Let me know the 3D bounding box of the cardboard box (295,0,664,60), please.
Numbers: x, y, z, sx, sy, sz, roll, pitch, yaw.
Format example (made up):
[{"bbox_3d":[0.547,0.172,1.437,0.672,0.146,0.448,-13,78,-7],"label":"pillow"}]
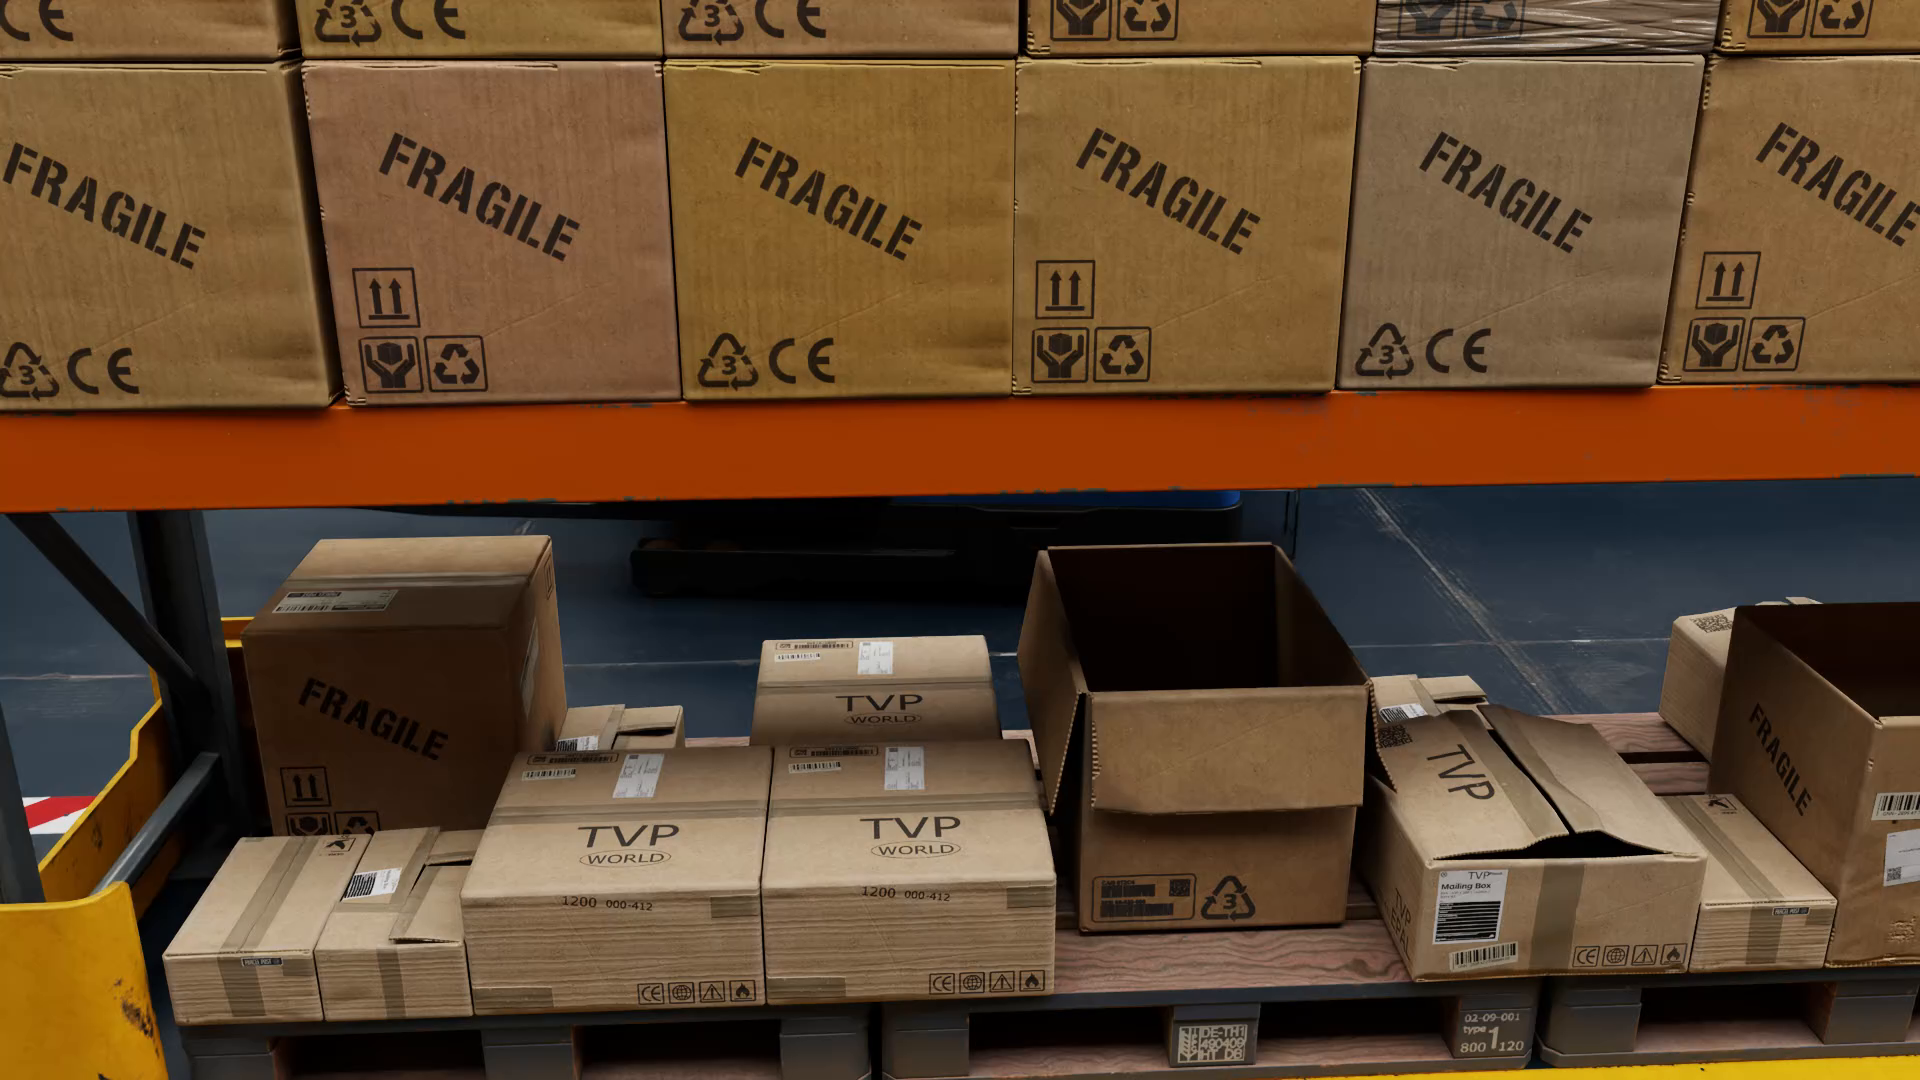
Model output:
[{"bbox_3d":[-0.678,-0.993,2.467,0.500,0.500,0.500,-1,21,-2],"label":"cardboard box"}]

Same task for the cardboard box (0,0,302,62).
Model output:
[{"bbox_3d":[-1.199,-0.979,2.432,0.500,0.500,0.500,-1,21,-1],"label":"cardboard box"}]

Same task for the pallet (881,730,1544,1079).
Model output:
[{"bbox_3d":[0.430,0.711,3.456,1.213,0.211,1.003,-1,21,-3],"label":"pallet"}]

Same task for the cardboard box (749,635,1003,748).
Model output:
[{"bbox_3d":[-0.178,0.422,3.542,0.500,0.250,0.500,-1,21,-3],"label":"cardboard box"}]

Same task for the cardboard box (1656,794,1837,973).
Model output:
[{"bbox_3d":[1.413,0.637,3.121,0.250,0.149,0.380,-1,21,-3],"label":"cardboard box"}]

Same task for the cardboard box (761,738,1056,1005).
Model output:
[{"bbox_3d":[-0.100,0.599,3.079,0.500,0.250,0.500,-1,21,-3],"label":"cardboard box"}]

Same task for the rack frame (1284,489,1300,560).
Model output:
[{"bbox_3d":[1.100,-0.398,5.401,0.006,0.900,0.240,1,21,3],"label":"rack frame"}]

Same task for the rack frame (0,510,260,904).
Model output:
[{"bbox_3d":[-1.657,-0.550,2.850,0.127,3.000,1.000,-1,21,-3],"label":"rack frame"}]

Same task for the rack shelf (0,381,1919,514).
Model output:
[{"bbox_3d":[0.340,-0.254,3.085,4.000,0.370,1.077,-1,21,-3],"label":"rack shelf"}]

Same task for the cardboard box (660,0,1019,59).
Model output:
[{"bbox_3d":[-0.178,-1.001,2.489,0.500,0.500,0.500,-1,21,-2],"label":"cardboard box"}]

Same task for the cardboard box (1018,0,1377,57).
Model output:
[{"bbox_3d":[0.329,-1.012,2.517,0.500,0.500,0.500,-1,21,-4],"label":"cardboard box"}]

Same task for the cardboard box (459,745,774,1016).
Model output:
[{"bbox_3d":[-0.599,0.609,3.052,0.500,0.250,0.500,-1,21,-3],"label":"cardboard box"}]

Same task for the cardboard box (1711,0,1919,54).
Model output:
[{"bbox_3d":[1.335,-1.032,2.569,0.500,0.500,0.500,-2,21,-4],"label":"cardboard box"}]

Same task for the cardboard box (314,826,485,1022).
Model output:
[{"bbox_3d":[-0.970,0.677,2.991,0.250,0.166,0.380,-1,21,-3],"label":"cardboard box"}]

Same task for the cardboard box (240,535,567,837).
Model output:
[{"bbox_3d":[-1.128,0.314,3.475,0.500,0.500,0.500,-1,21,-3],"label":"cardboard box"}]

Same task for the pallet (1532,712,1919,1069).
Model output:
[{"bbox_3d":[1.651,0.686,3.524,1.213,0.211,1.003,-1,21,-3],"label":"pallet"}]

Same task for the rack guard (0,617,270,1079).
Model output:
[{"bbox_3d":[-1.581,0.617,3.299,0.348,0.500,1.175,-1,21,-3],"label":"rack guard"}]

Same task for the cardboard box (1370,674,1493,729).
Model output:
[{"bbox_3d":[1.042,0.440,3.613,0.250,0.166,0.380,-1,21,-3],"label":"cardboard box"}]

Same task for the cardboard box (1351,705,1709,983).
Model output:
[{"bbox_3d":[1.035,0.547,3.128,0.500,0.311,0.500,-1,21,-3],"label":"cardboard box"}]

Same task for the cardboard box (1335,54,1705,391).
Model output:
[{"bbox_3d":[0.825,-0.555,2.721,0.500,0.500,0.500,-1,21,-2],"label":"cardboard box"}]

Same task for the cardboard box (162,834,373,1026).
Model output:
[{"bbox_3d":[-1.219,0.690,2.981,0.250,0.149,0.380,-1,21,-3],"label":"cardboard box"}]

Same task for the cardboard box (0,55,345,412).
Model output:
[{"bbox_3d":[-1.199,-0.512,2.610,0.500,0.500,0.500,-1,21,-2],"label":"cardboard box"}]

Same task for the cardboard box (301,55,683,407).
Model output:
[{"bbox_3d":[-0.684,-0.524,2.642,0.500,0.500,0.500,-1,21,-4],"label":"cardboard box"}]

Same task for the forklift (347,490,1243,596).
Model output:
[{"bbox_3d":[-0.624,-1.383,5.133,3.031,2.935,1.130,1,21,3],"label":"forklift"}]

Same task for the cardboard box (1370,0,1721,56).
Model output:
[{"bbox_3d":[0.832,-1.022,2.543,0.500,0.500,0.500,-1,21,-3],"label":"cardboard box"}]

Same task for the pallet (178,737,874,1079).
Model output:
[{"bbox_3d":[-0.785,0.735,3.394,1.213,0.211,1.003,-1,21,-3],"label":"pallet"}]

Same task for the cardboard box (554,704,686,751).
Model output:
[{"bbox_3d":[-0.719,0.494,3.472,0.250,0.166,0.380,-1,21,-3],"label":"cardboard box"}]

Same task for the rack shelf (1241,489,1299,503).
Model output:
[{"bbox_3d":[0.999,-0.200,5.482,0.200,0.077,0.258,1,21,3],"label":"rack shelf"}]

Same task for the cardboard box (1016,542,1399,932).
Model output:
[{"bbox_3d":[0.461,0.370,3.324,0.637,0.503,0.797,-1,21,-3],"label":"cardboard box"}]

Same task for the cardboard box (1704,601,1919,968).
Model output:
[{"bbox_3d":[1.784,0.444,3.135,0.500,0.500,0.500,-1,21,-3],"label":"cardboard box"}]

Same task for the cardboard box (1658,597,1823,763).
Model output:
[{"bbox_3d":[1.905,0.351,3.643,0.500,0.311,0.500,-1,21,-3],"label":"cardboard box"}]

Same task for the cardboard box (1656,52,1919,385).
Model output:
[{"bbox_3d":[1.337,-0.566,2.751,0.500,0.500,0.500,-1,21,-2],"label":"cardboard box"}]

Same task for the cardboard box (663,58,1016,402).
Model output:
[{"bbox_3d":[-0.183,-0.534,2.666,0.500,0.500,0.500,-1,21,-3],"label":"cardboard box"}]

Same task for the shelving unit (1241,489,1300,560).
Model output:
[{"bbox_3d":[0.999,-0.400,5.406,0.210,0.900,0.258,1,21,3],"label":"shelving unit"}]

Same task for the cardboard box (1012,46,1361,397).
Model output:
[{"bbox_3d":[0.316,-0.543,2.692,0.500,0.500,0.500,-1,21,-2],"label":"cardboard box"}]
